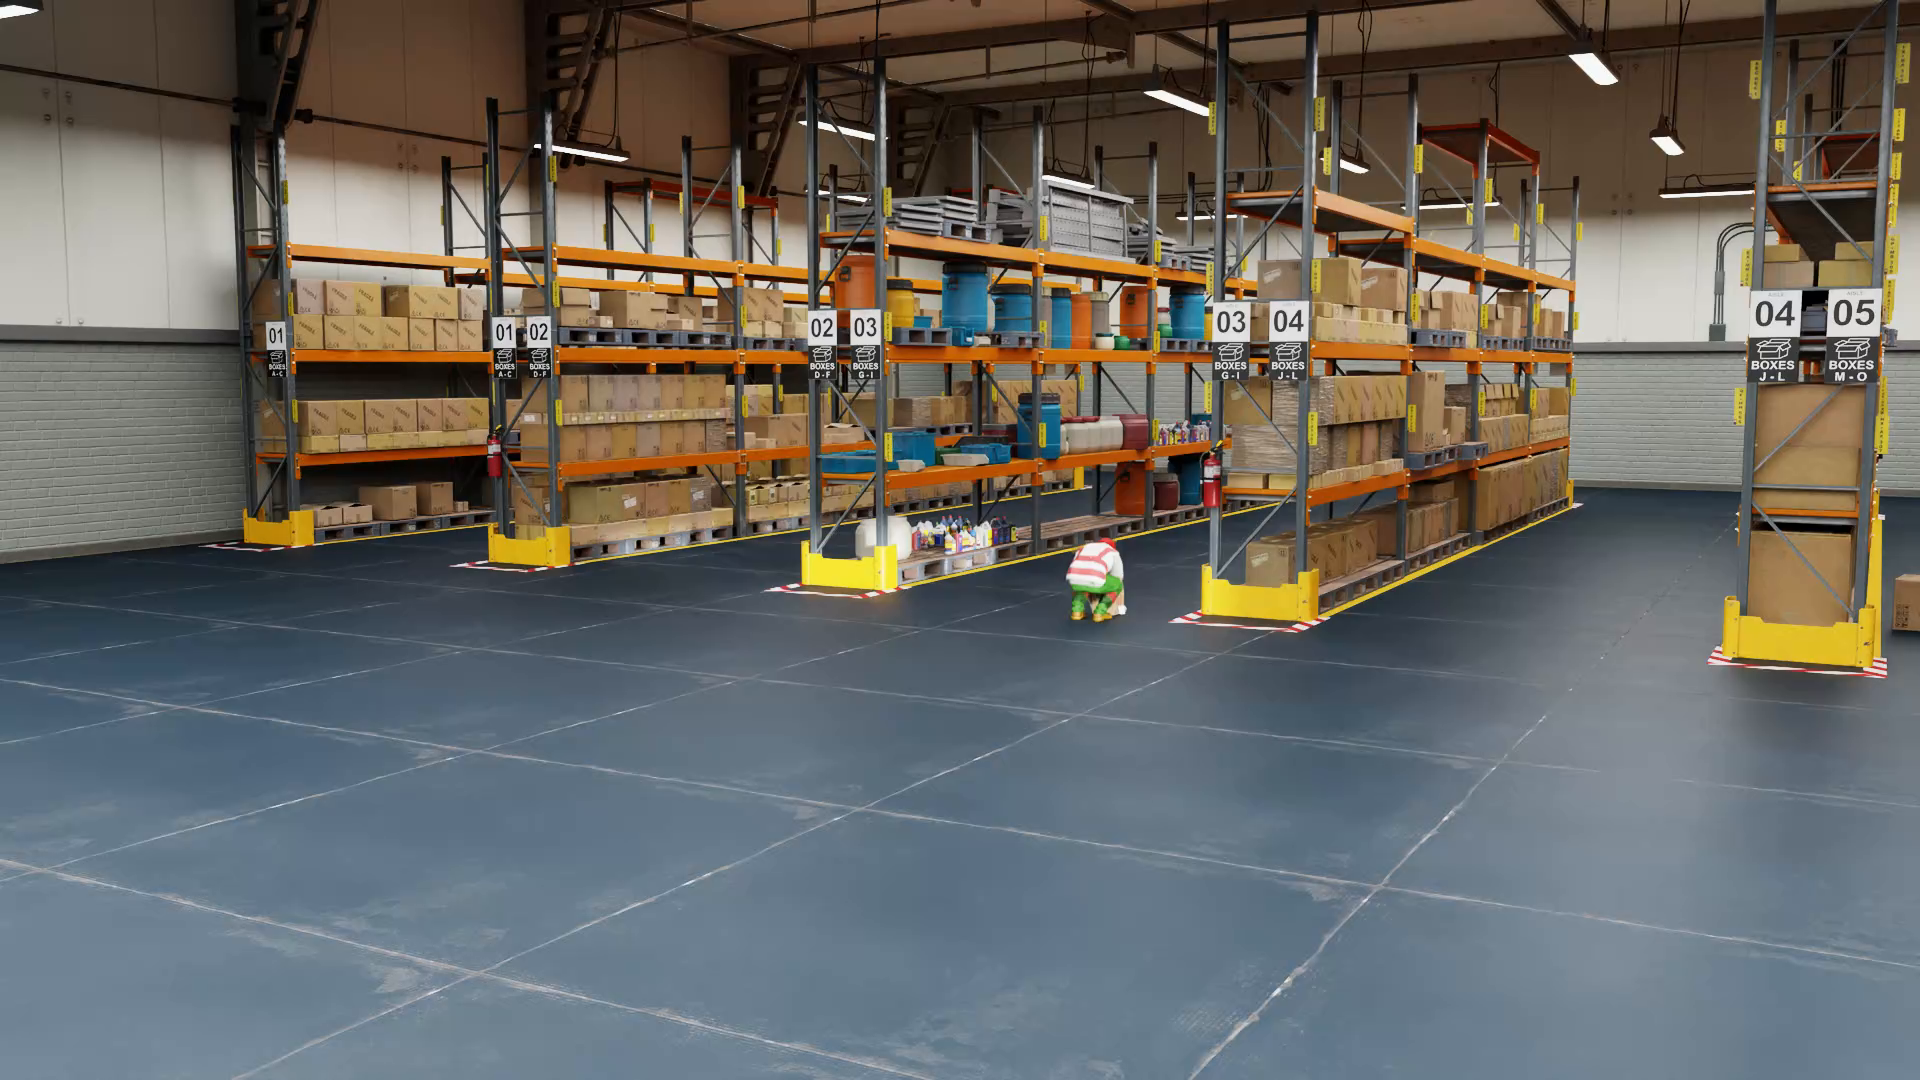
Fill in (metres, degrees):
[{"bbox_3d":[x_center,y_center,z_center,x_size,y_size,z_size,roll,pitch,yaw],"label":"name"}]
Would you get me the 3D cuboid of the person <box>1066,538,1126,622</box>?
[{"bbox_3d":[1.394,0.445,16.997,0.542,0.866,0.929,3,7,28],"label":"person"}]
